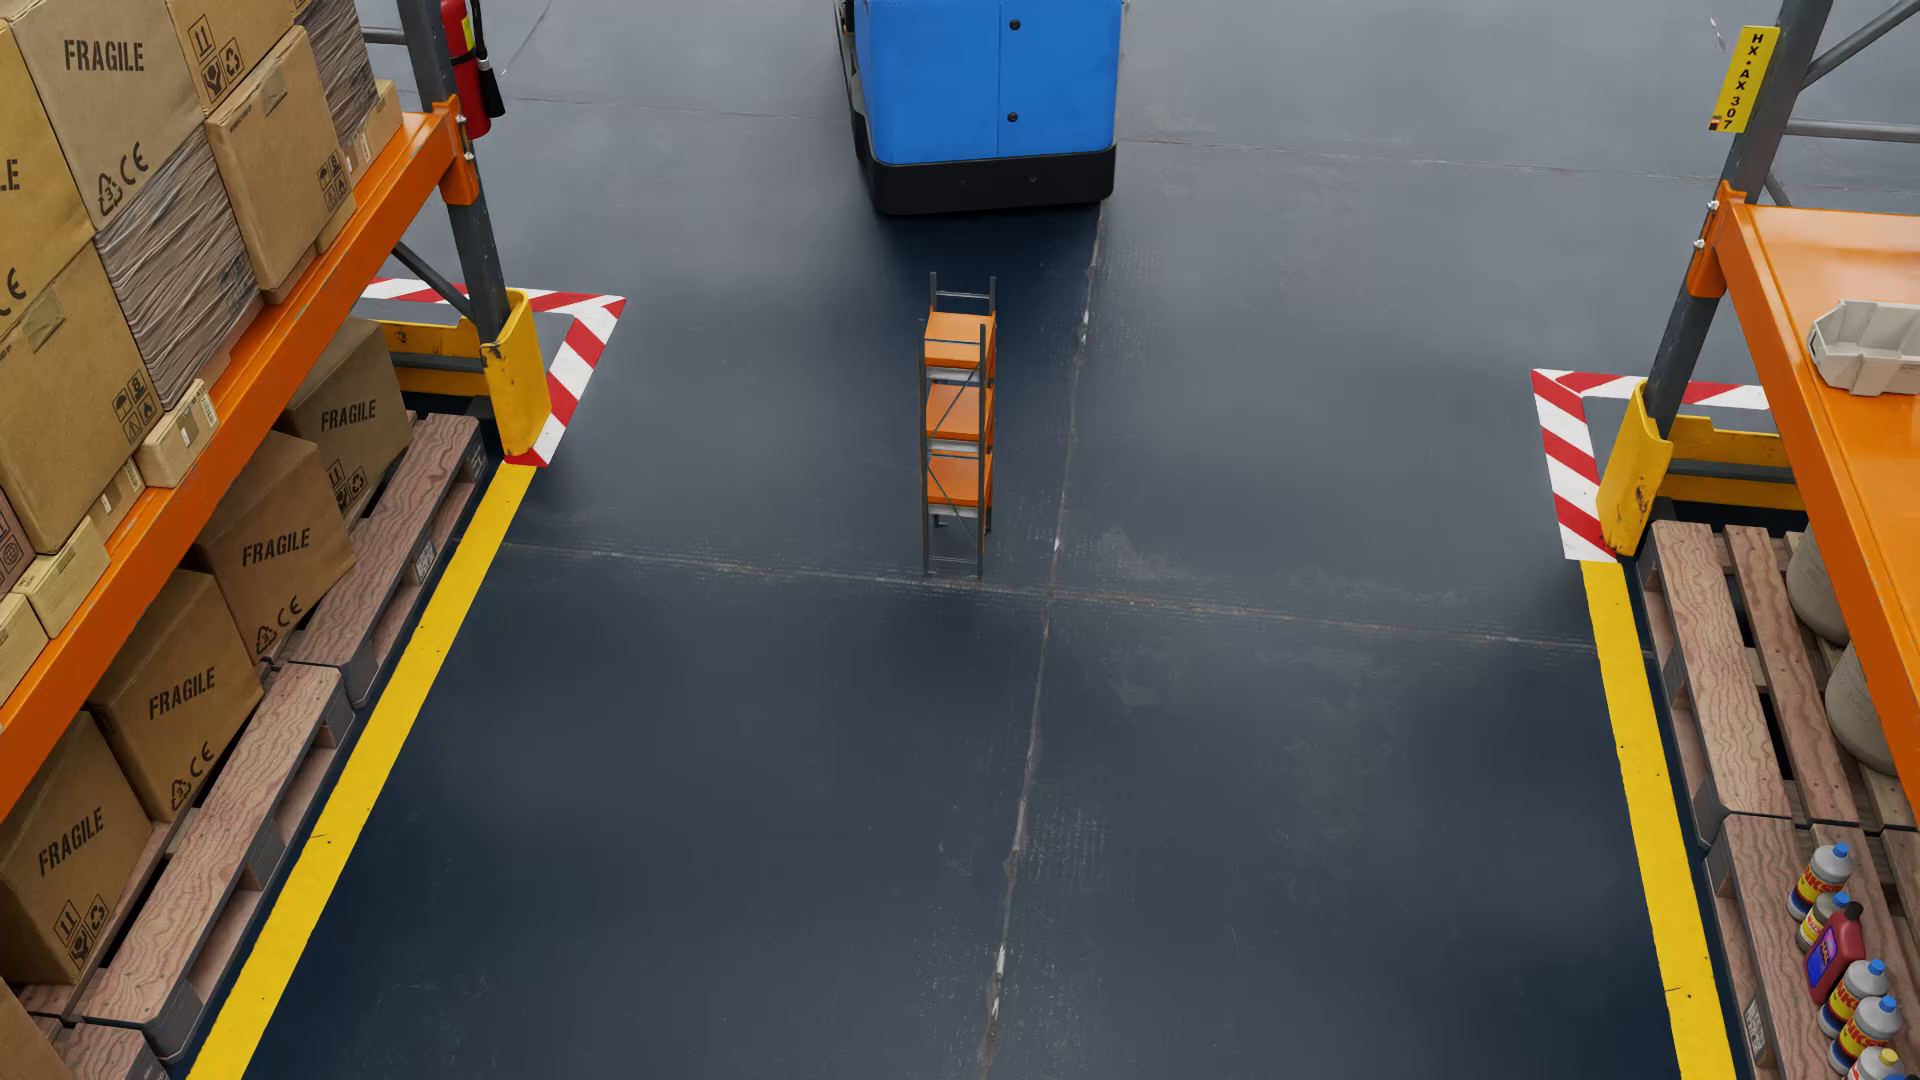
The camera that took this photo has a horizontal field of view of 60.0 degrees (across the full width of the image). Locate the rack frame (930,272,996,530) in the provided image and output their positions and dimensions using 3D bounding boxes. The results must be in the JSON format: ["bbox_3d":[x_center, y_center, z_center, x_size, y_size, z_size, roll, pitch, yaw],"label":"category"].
[{"bbox_3d":[0.009,-0.428,5.438,0.200,1.050,0.008,5,44,6],"label":"rack frame"}]

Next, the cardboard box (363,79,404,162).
[{"bbox_3d":[-1.957,-1.307,5.132,0.380,0.149,0.250,5,44,6],"label":"cardboard box"}]

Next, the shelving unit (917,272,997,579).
[{"bbox_3d":[-0.007,-0.345,5.351,0.215,1.050,0.252,5,44,6],"label":"shelving unit"}]

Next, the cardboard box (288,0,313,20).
[{"bbox_3d":[-1.952,-1.721,4.370,0.500,0.500,0.500,5,44,6],"label":"cardboard box"}]

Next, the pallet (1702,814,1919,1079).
[{"bbox_3d":[2.545,1.290,4.234,1.003,0.211,1.213,5,44,6],"label":"pallet"}]

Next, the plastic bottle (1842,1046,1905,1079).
[{"bbox_3d":[2.165,1.272,3.940,0.097,0.201,0.097,0,43,0],"label":"plastic bottle"}]

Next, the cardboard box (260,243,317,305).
[{"bbox_3d":[-2.021,-0.793,4.588,0.380,0.149,0.250,5,44,6],"label":"cardboard box"}]

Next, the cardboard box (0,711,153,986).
[{"bbox_3d":[-2.488,0.780,4.258,0.500,0.500,0.500,2,43,2],"label":"cardboard box"}]

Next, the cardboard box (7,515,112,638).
[{"bbox_3d":[-2.142,0.063,3.684,0.380,0.149,0.250,5,44,6],"label":"cardboard box"}]

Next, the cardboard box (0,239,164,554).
[{"bbox_3d":[-2.358,-0.355,3.654,0.875,0.500,0.500,5,44,6],"label":"cardboard box"}]

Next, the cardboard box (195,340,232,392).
[{"bbox_3d":[-2.106,-0.454,4.230,0.380,0.149,0.250,5,44,6],"label":"cardboard box"}]

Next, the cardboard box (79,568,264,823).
[{"bbox_3d":[-2.370,0.403,4.655,0.500,0.500,0.500,9,44,9],"label":"cardboard box"}]

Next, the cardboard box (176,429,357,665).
[{"bbox_3d":[-2.269,-0.022,5.104,0.500,0.500,0.500,16,46,16],"label":"cardboard box"}]

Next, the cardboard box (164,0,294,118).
[{"bbox_3d":[-2.013,-1.380,4.010,0.500,0.500,0.500,5,44,6],"label":"cardboard box"}]

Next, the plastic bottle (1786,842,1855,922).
[{"bbox_3d":[2.237,0.877,4.306,0.097,0.271,0.097,0,43,0],"label":"plastic bottle"}]

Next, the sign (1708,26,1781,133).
[{"bbox_3d":[2.240,-1.315,4.755,0.100,0.325,0.005,5,44,6],"label":"sign"}]

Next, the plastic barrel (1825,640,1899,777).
[{"bbox_3d":[2.708,0.387,4.664,0.421,0.512,0.421,0,43,0],"label":"plastic barrel"}]

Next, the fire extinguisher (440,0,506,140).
[{"bbox_3d":[-1.652,-1.619,5.335,0.296,0.674,0.183,5,44,6],"label":"fire extinguisher"}]

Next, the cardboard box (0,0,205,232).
[{"bbox_3d":[-2.081,-1.040,3.650,0.500,0.500,0.500,5,44,6],"label":"cardboard box"}]

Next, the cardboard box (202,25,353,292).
[{"bbox_3d":[-2.171,-1.032,4.369,0.875,0.500,0.500,5,44,6],"label":"cardboard box"}]

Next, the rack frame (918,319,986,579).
[{"bbox_3d":[-0.023,-0.262,5.263,0.200,1.050,0.008,5,44,6],"label":"rack frame"}]

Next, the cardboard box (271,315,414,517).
[{"bbox_3d":[-2.223,-0.432,5.537,0.500,0.500,0.500,13,45,13],"label":"cardboard box"}]

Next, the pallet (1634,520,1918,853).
[{"bbox_3d":[2.709,0.461,5.110,1.003,0.211,1.213,5,44,6],"label":"pallet"}]

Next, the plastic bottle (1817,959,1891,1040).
[{"bbox_3d":[2.191,1.111,4.060,0.097,0.271,0.097,0,43,0],"label":"plastic bottle"}]

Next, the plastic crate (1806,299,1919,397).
[{"bbox_3d":[2.348,-0.485,4.272,0.298,0.136,0.250,5,44,6],"label":"plastic crate"}]

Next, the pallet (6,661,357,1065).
[{"bbox_3d":[-2.441,0.833,4.717,1.003,0.211,1.213,5,44,6],"label":"pallet"}]

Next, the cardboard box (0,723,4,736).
[{"bbox_3d":[-2.178,0.407,3.321,0.380,0.149,0.250,5,44,6],"label":"cardboard box"}]

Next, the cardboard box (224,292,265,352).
[{"bbox_3d":[-2.096,-0.626,4.412,0.380,0.149,0.250,5,44,6],"label":"cardboard box"}]

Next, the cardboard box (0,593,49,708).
[{"bbox_3d":[-2.186,0.233,3.505,0.380,0.149,0.250,5,44,6],"label":"cardboard box"}]

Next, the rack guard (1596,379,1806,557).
[{"bbox_3d":[2.822,-0.197,5.595,1.175,0.500,0.348,5,44,6],"label":"rack guard"}]

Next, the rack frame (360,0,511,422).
[{"bbox_3d":[-2.124,-1.611,5.270,1.000,3.000,0.127,5,44,6],"label":"rack frame"}]

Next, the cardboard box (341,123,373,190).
[{"bbox_3d":[-1.991,-1.137,4.952,0.380,0.149,0.250,5,44,6],"label":"cardboard box"}]

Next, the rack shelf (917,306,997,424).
[{"bbox_3d":[-0.007,-0.543,5.163,0.215,0.259,0.240,5,44,6],"label":"rack shelf"}]

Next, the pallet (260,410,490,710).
[{"bbox_3d":[-2.277,0.003,5.593,1.003,0.211,1.213,5,44,6],"label":"pallet"}]

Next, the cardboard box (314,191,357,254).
[{"bbox_3d":[-1.973,-0.962,4.767,0.380,0.149,0.250,5,44,6],"label":"cardboard box"}]

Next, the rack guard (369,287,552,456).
[{"bbox_3d":[-2.134,-0.652,6.075,1.175,0.500,0.348,5,44,6],"label":"rack guard"}]

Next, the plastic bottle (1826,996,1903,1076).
[{"bbox_3d":[2.178,1.179,3.988,0.097,0.271,0.097,0,43,0],"label":"plastic bottle"}]

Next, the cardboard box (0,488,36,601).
[{"bbox_3d":[-2.465,-0.018,3.298,0.875,0.500,0.500,5,44,6],"label":"cardboard box"}]

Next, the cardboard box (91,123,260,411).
[{"bbox_3d":[-2.280,-0.695,4.013,0.875,0.500,0.500,5,44,6],"label":"cardboard box"}]

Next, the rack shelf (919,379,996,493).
[{"bbox_3d":[-0.007,-0.337,5.358,0.215,0.259,0.240,5,44,6],"label":"rack shelf"}]

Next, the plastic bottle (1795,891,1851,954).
[{"bbox_3d":[2.223,0.973,4.256,0.097,0.201,0.097,0,43,0],"label":"plastic bottle"}]

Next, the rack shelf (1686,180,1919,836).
[{"bbox_3d":[2.521,0.463,3.602,1.077,0.370,4.000,5,44,6],"label":"rack shelf"}]

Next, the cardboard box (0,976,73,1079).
[{"bbox_3d":[-2.492,1.210,3.803,0.500,0.500,0.500,19,46,19],"label":"cardboard box"}]

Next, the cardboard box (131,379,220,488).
[{"bbox_3d":[-2.052,-0.275,4.042,0.380,0.149,0.250,5,44,6],"label":"cardboard box"}]

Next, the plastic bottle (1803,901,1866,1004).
[{"bbox_3d":[2.189,1.025,4.141,0.061,0.283,0.133,6,44,6],"label":"plastic bottle"}]

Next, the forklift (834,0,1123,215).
[{"bbox_3d":[-0.034,-3.470,7.283,1.130,2.935,3.031,-5,44,-5],"label":"forklift"}]

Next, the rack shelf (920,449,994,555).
[{"bbox_3d":[-0.007,-0.135,5.549,0.215,0.259,0.240,5,44,6],"label":"rack shelf"}]

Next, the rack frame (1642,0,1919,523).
[{"bbox_3d":[2.785,-1.161,4.795,1.000,3.000,0.127,5,44,6],"label":"rack frame"}]

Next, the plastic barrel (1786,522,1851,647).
[{"bbox_3d":[2.774,0.045,5.025,0.421,0.512,0.421,0,43,0],"label":"plastic barrel"}]

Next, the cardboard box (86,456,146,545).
[{"bbox_3d":[-2.153,-0.111,3.869,0.380,0.149,0.250,5,44,6],"label":"cardboard box"}]

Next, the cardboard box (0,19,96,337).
[{"bbox_3d":[-2.155,-0.700,3.291,0.500,0.500,0.500,5,44,6],"label":"cardboard box"}]

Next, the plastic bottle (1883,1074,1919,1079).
[{"bbox_3d":[2.151,1.317,3.842,0.097,0.271,0.097,0,43,0],"label":"plastic bottle"}]

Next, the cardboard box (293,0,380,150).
[{"bbox_3d":[-2.224,-1.383,4.740,0.875,0.500,0.500,5,44,6],"label":"cardboard box"}]

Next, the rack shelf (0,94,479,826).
[{"bbox_3d":[-2.389,0.013,4.078,1.077,0.370,4.000,5,44,6],"label":"rack shelf"}]

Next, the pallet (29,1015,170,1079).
[{"bbox_3d":[-2.599,1.666,3.837,1.003,0.211,1.213,5,44,6],"label":"pallet"}]
